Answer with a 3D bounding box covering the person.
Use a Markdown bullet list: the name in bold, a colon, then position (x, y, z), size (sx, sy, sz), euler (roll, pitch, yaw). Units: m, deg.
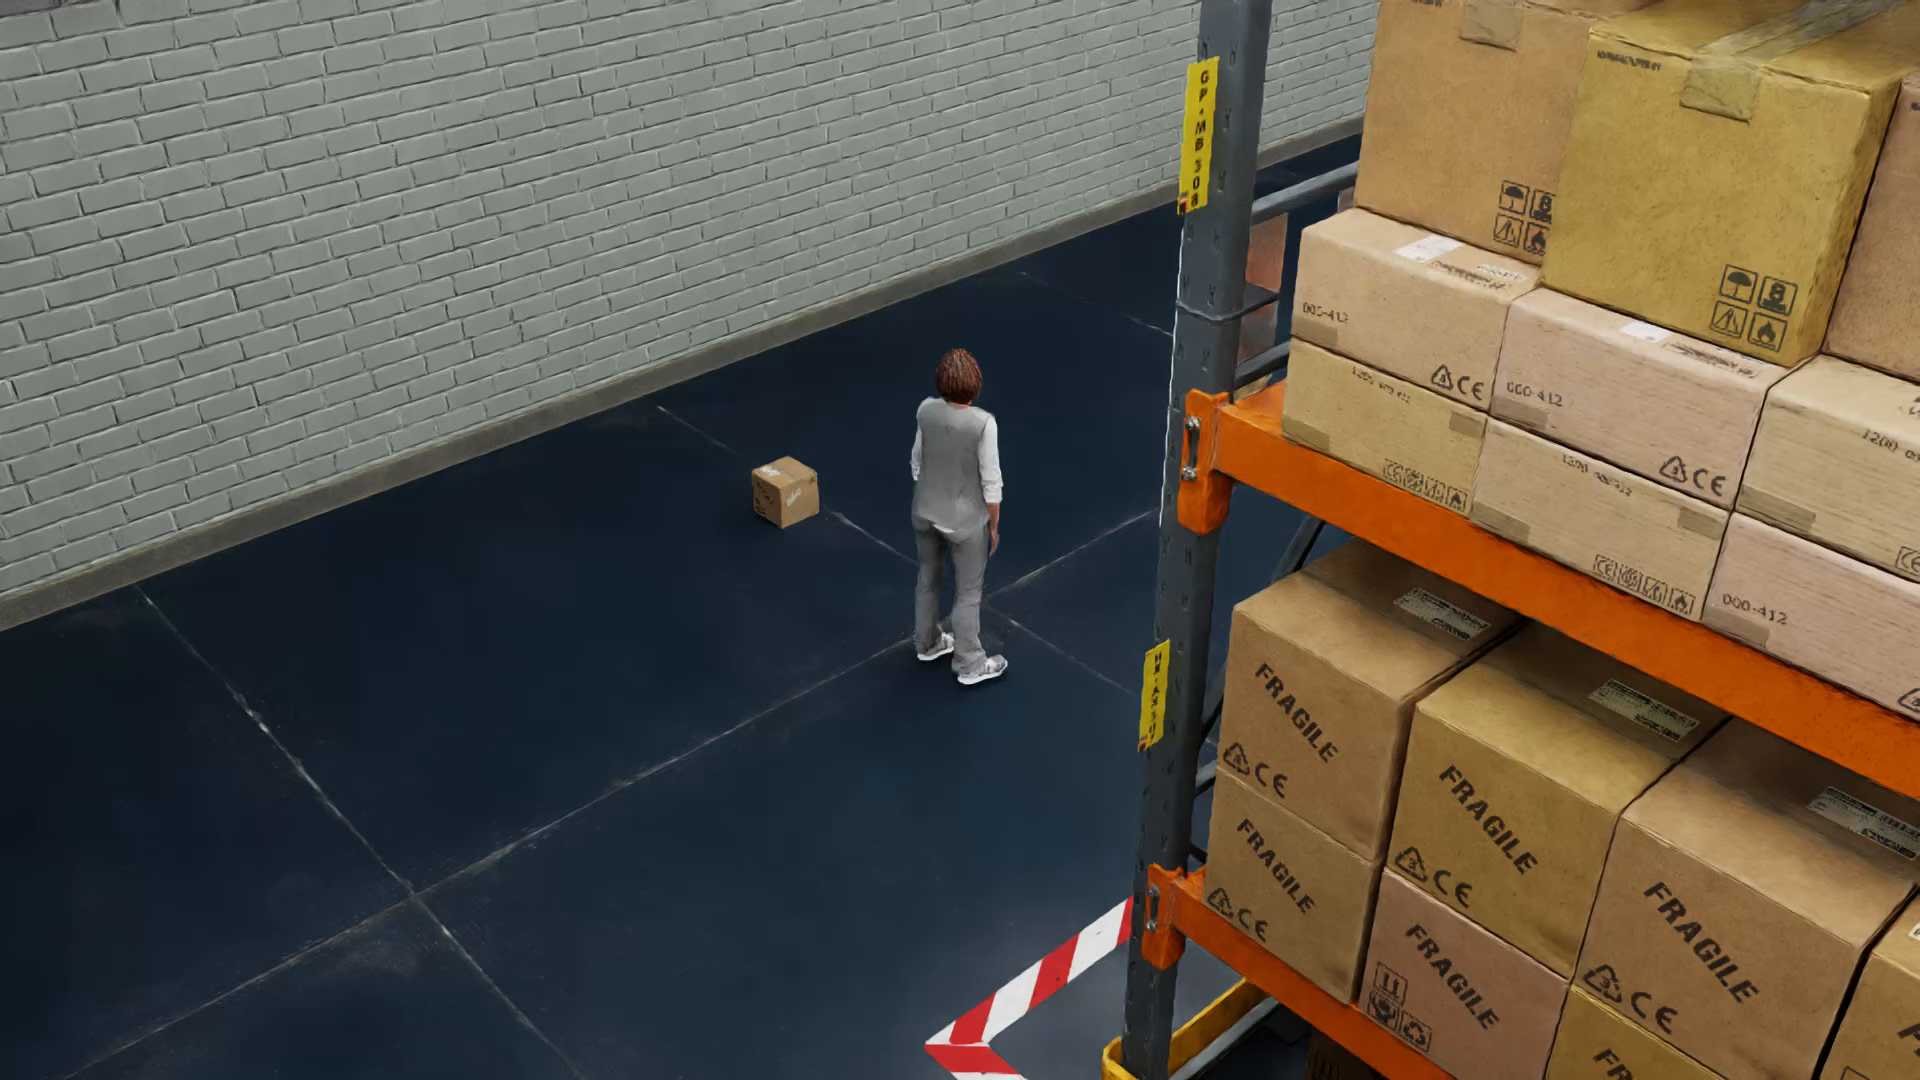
- **person**: position (-0.030, -0.107, 7.271), size (0.466, 1.604, 0.343), euler (15, 35, 22)
